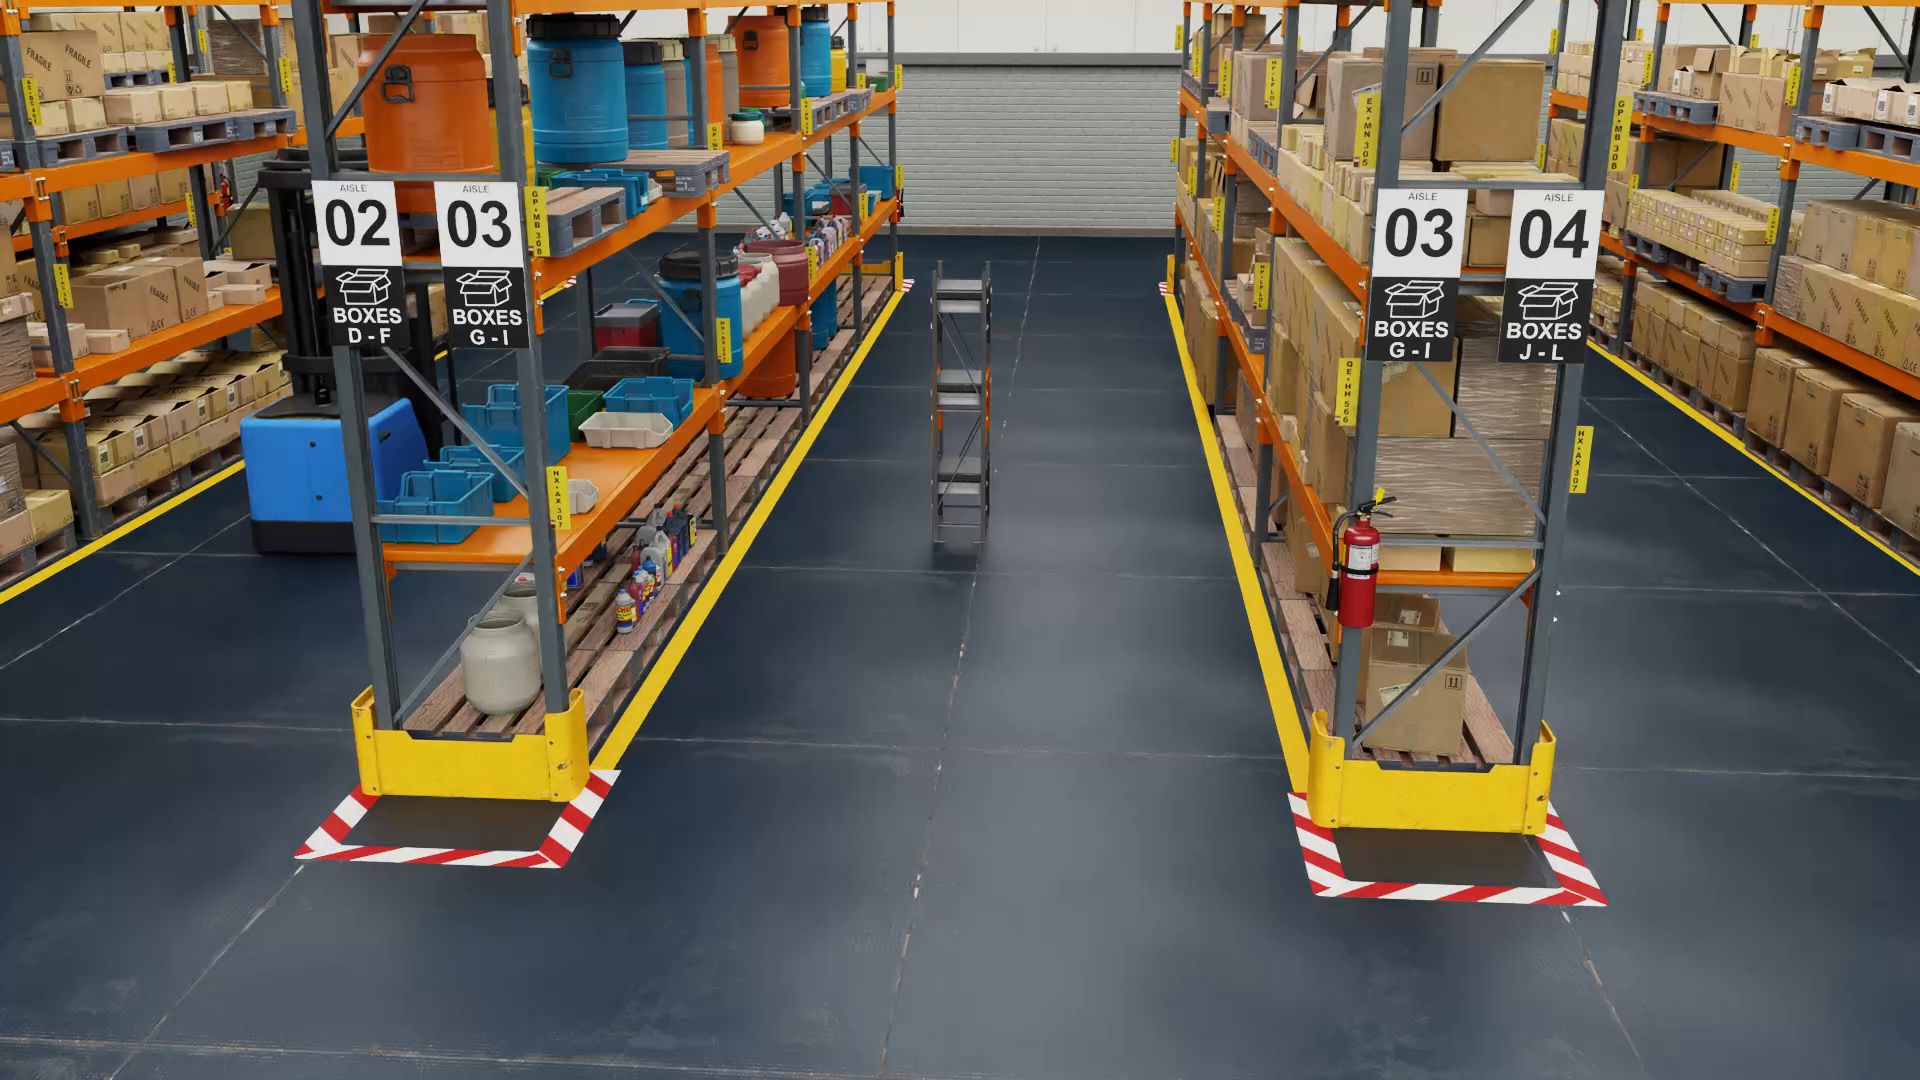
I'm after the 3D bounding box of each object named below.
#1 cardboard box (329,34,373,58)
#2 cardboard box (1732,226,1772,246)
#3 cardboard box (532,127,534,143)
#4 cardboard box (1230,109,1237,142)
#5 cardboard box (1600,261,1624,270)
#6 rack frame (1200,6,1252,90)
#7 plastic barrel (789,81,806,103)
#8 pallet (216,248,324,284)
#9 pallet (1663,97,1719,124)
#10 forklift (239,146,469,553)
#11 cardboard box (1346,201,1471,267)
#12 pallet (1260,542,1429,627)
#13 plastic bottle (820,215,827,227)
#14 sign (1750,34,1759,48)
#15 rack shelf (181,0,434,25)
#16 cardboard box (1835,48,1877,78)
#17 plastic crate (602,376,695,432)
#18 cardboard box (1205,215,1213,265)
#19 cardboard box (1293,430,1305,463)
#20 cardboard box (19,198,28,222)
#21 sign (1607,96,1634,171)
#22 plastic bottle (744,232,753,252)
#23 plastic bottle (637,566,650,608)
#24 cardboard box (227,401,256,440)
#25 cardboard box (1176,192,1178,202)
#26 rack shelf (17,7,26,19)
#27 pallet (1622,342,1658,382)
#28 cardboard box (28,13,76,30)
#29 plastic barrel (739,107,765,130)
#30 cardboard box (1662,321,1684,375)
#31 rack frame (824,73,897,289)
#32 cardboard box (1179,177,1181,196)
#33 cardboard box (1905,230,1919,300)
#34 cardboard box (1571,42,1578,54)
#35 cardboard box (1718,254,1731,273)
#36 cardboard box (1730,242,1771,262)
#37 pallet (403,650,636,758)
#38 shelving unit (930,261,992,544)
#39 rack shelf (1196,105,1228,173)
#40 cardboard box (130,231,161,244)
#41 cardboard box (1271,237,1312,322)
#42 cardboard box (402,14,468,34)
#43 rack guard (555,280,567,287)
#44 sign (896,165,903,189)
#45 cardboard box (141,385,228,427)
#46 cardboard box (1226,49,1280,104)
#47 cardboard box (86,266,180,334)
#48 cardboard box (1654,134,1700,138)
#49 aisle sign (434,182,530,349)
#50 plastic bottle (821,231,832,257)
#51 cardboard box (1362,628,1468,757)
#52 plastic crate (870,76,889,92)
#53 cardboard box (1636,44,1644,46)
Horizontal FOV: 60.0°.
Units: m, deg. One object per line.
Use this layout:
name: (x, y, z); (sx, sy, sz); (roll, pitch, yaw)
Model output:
cardboard box: (-6.767, -5.287, 18.430); (0.600, 0.600, 0.600); (1, 18, 3)
cardboard box: (7.480, -2.849, 15.574); (0.380, 0.149, 0.250); (1, 18, 2)
cardboard box: (-6.138, -5.394, 22.801); (0.500, 0.500, 0.500); (2, 18, 5)
cardboard box: (2.674, -3.680, 14.759); (0.500, 0.250, 0.500); (2, 18, 5)
cardboard box: (8.723, -3.606, 22.058); (0.380, 0.149, 0.250); (1, 18, 3)
rack frame: (3.249, -6.559, 18.488); (1.000, 3.000, 0.127); (1, 18, 4)
plastic barrel: (-1.673, -4.451, 16.449); (0.294, 0.245, 0.294); (0, 18, 0)
pallet: (-6.940, -2.809, 16.986); (1.213, 0.211, 1.003); (1, 18, 4)
pallet: (7.967, -4.391, 16.990); (1.213, 0.211, 1.003); (1, 18, 4)
forklift: (-4.715, -1.701, 13.408); (1.130, 2.935, 3.031); (1, 18, 3)
cardboard box: (2.170, -1.491, 8.079); (0.500, 0.250, 0.500); (2, 18, 5)
pallet: (2.662, 0.311, 11.635); (1.003, 0.211, 1.213); (1, 18, 4)
plastic bottle: (-1.575, -3.506, 18.884); (0.144, 0.351, 0.185); (1, 18, 4)
sign: (8.742, -5.413, 18.345); (0.100, 0.325, 0.005); (1, 18, 4)
rack shelf: (-6.775, -5.628, 17.445); (1.077, 0.370, 4.000); (1, 18, 4)
cardboard box: (8.243, -4.440, 15.449); (0.396, 0.266, 0.258); (1, 18, 4)
plastic crate: (-2.074, -0.914, 11.133); (0.499, 0.251, 0.616); (1, 18, 4)
cardboard box: (2.863, -3.146, 17.547); (0.500, 0.500, 0.500); (2, 18, 5)
cardboard box: (2.265, -0.578, 10.273); (0.380, 0.149, 0.250); (1, 18, 4)
cardboard box: (-11.355, -4.089, 19.915); (0.500, 0.500, 0.500); (1, 18, 3)
sign: (2.930, -1.810, 7.408); (0.100, 0.325, 0.005); (1, 18, 4)
plastic bottle: (-2.240, -3.092, 17.620); (0.144, 0.351, 0.185); (1, 18, 4)
plastic bottle: (-2.079, 0.302, 10.859); (0.097, 0.271, 0.097); (0, 18, 0)
cardboard box: (-6.786, -1.096, 15.191); (0.500, 0.250, 0.500); (2, 18, 5)
cardboard box: (3.181, -4.728, 22.939); (0.380, 0.149, 0.250); (1, 18, 5)
rack shelf: (-11.717, -5.738, 17.779); (1.077, 0.370, 4.000); (1, 18, 4)
pallet: (8.134, -1.999, 18.685); (1.003, 0.211, 1.213); (1, 18, 4)
cardboard box: (-11.242, -6.213, 20.450); (0.500, 0.500, 0.500); (1, 18, 3)
plastic barrel: (-1.945, -3.850, 15.288); (0.294, 0.245, 0.294); (0, 18, 0)
cardboard box: (7.811, -2.027, 17.631); (0.500, 0.500, 0.500); (2, 18, 5)
rack frame: (-1.405, -5.061, 23.551); (1.000, 3.000, 0.127); (1, 18, 4)
cardboard box: (3.201, -4.716, 22.261); (0.500, 0.250, 0.500); (1, 18, 3)
cardboard box: (7.716, -2.075, 12.672); (0.700, 0.500, 0.500); (1, 18, 4)
cardboard box: (8.097, -6.333, 21.412); (0.380, 0.149, 0.250); (1, 18, 4)
cardboard box: (7.498, -2.644, 15.905); (0.380, 0.149, 0.250); (1, 18, 4)
cardboard box: (7.483, -2.709, 15.624); (0.380, 0.149, 0.250); (2, 18, 5)
pallet: (-2.530, 0.957, 9.665); (1.003, 0.211, 1.213); (1, 18, 4)
shelving unit: (0.012, -1.049, 12.753); (0.431, 2.100, 0.503); (1, 18, 4)
rack shelf: (3.105, -4.170, 17.171); (1.077, 0.370, 4.000); (1, 18, 4)
cardboard box: (-11.463, -4.268, 23.430); (0.380, 0.149, 0.250); (1, 18, 4)
cardboard box: (2.389, -1.753, 11.213); (0.500, 0.500, 0.500); (1, 18, 4)
cardboard box: (-6.458, -6.182, 20.390); (0.700, 0.500, 0.500); (1, 18, 4)
rack guard: (-6.351, -3.961, 24.209); (1.175, 0.500, 0.348); (1, 18, 4)
sign: (-0.855, -5.131, 23.503); (0.100, 0.325, 0.005); (1, 18, 4)
cardboard box: (-6.818, -1.205, 14.625); (0.500, 0.311, 0.500); (2, 18, 5)
cardboard box: (2.908, -4.599, 16.490); (0.500, 0.500, 0.500); (2, 18, 7)
cardboard box: (-7.060, -2.051, 14.203); (0.500, 0.500, 0.500); (1, 18, 4)
cardboard box: (8.486, -4.526, 19.674); (0.500, 0.500, 0.500); (1, 18, 2)
aisle sign: (-2.265, -1.298, 7.893); (0.394, 0.787, 0.004); (1, 18, 4)
plastic bottle: (-1.486, -3.246, 18.212); (0.152, 0.276, 0.135); (1, 18, 4)
cardboard box: (2.450, 0.814, 8.963); (0.500, 0.500, 0.500); (5, 19, 14)
plastic crate: (-1.191, -6.073, 22.163); (0.450, 0.188, 0.336); (1, 18, 4)
cardboard box: (8.621, -6.083, 20.649); (0.380, 0.149, 0.250); (2, 18, 5)
